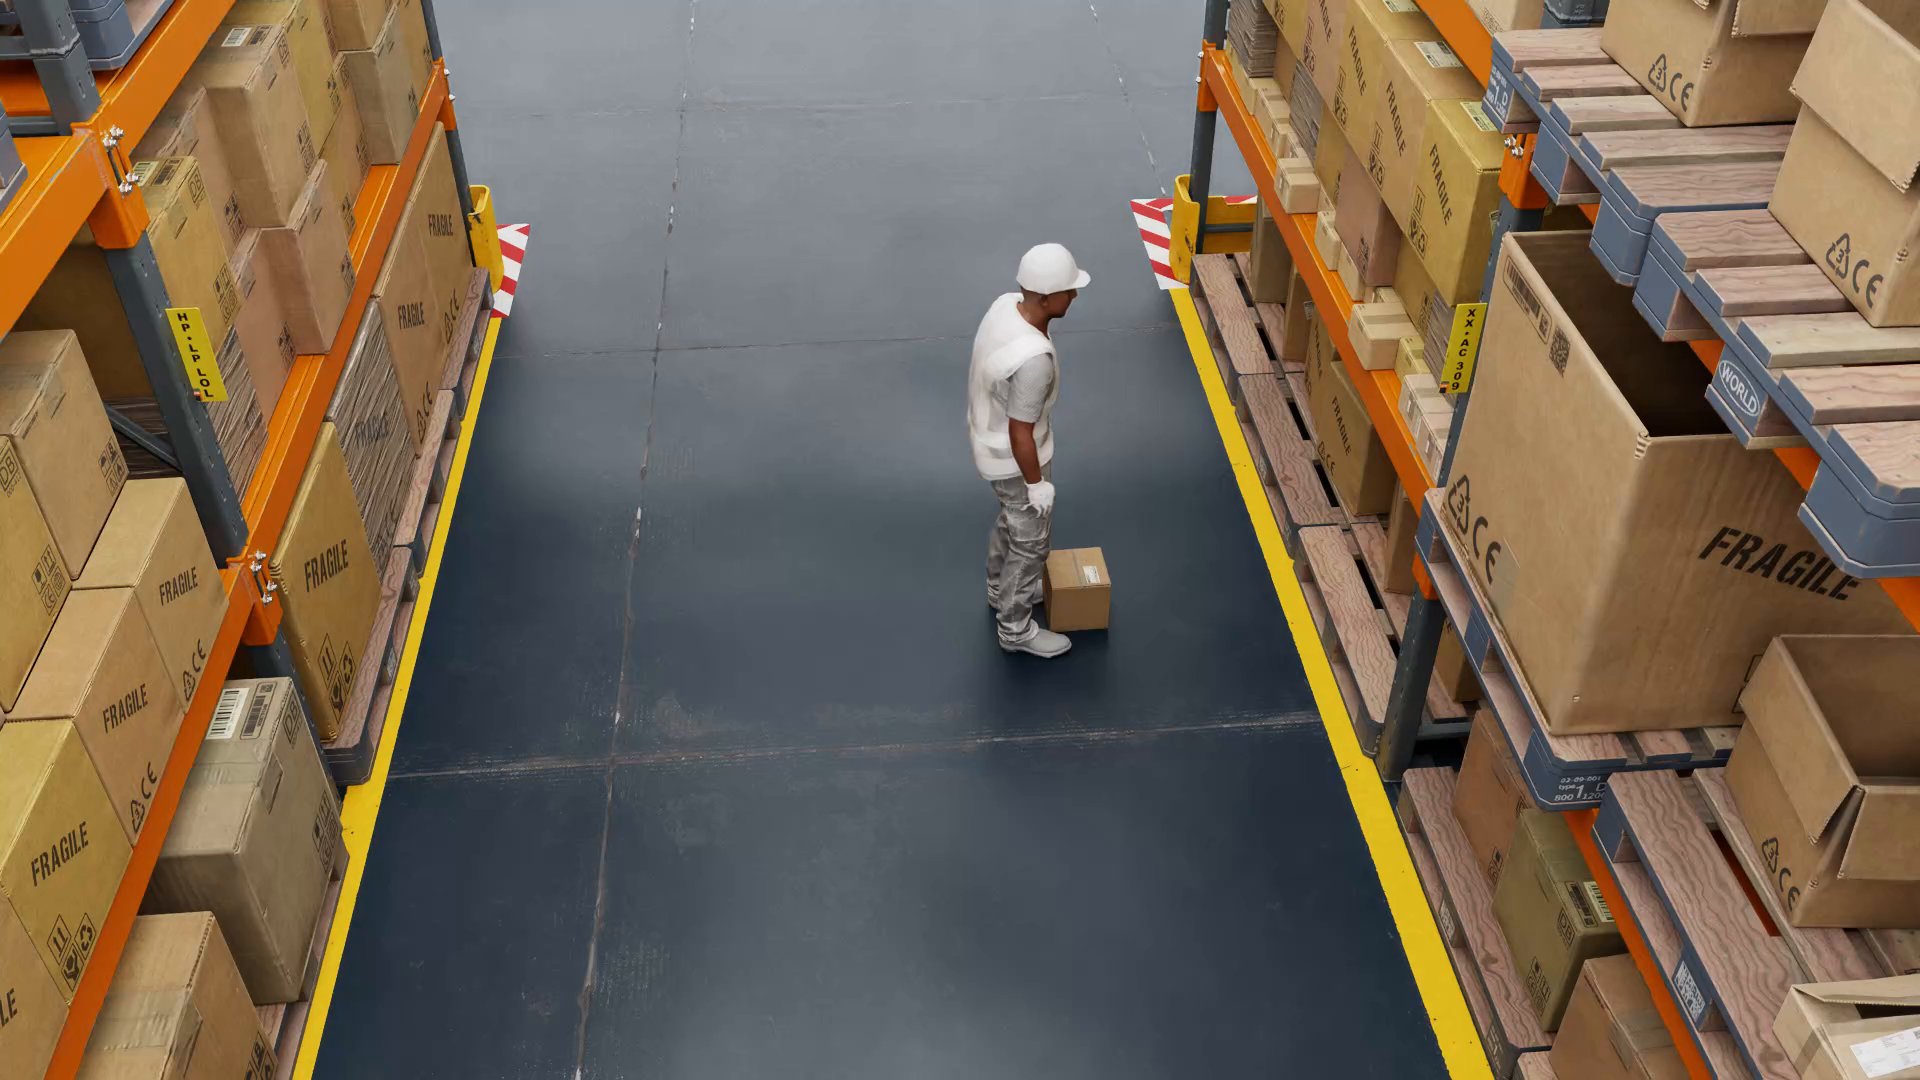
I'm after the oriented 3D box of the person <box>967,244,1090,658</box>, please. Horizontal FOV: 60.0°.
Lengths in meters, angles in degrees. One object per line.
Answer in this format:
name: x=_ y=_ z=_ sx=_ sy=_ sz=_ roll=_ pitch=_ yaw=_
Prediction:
person: x=0.260 y=-0.354 z=6.588 sx=0.449 sy=1.772 sz=0.614 roll=-4 pitch=39 yaw=-5
